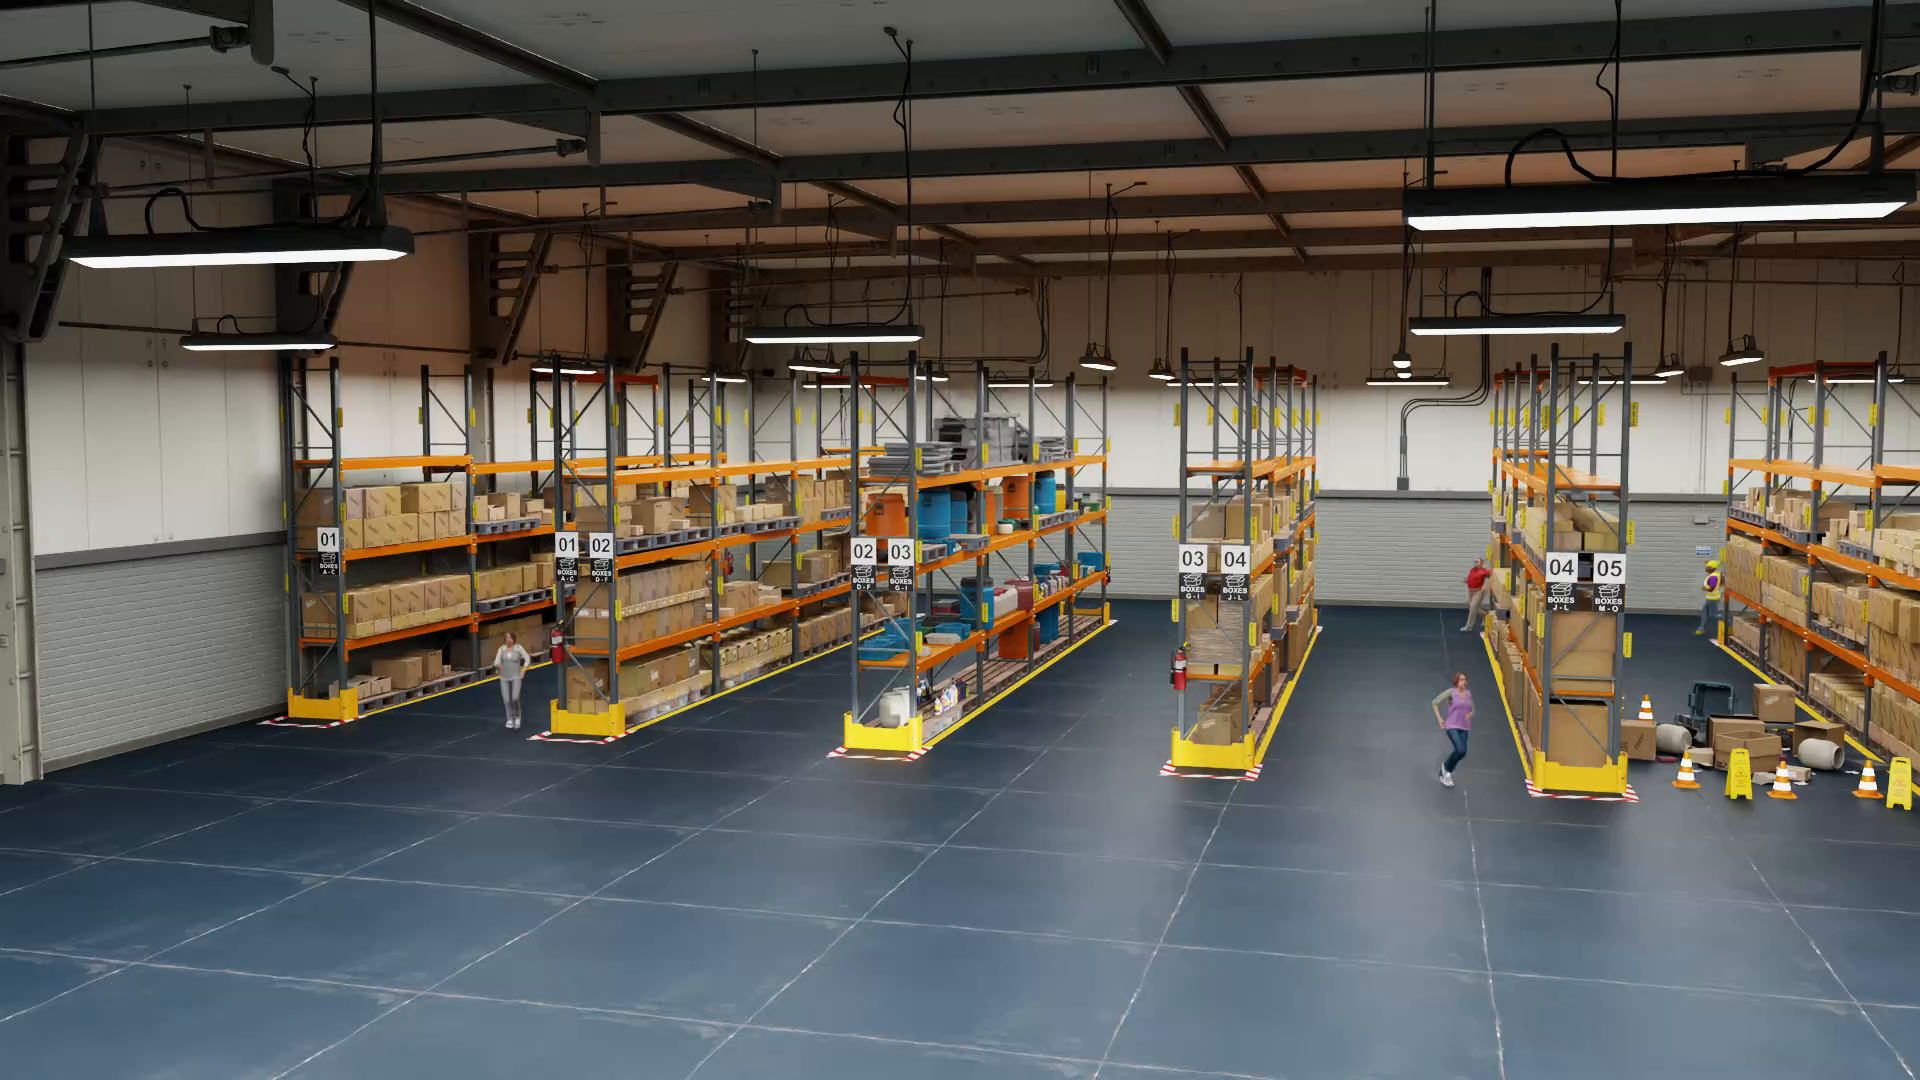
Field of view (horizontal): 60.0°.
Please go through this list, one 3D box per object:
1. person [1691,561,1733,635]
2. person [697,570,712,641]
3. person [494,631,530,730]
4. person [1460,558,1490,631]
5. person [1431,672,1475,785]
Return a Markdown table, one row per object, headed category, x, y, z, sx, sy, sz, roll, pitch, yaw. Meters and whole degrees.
| category | x | y | z | sx | sy | sz | roll | pitch | yaw |
| --- | --- | --- | --- | --- | --- | --- | --- | --- | --- |
| person | 17.232 | 1.345 | 38.017 | 0.929 | 1.760 | 0.725 | 2 | 5 | 27 |
| person | -5.485 | 1.513 | 35.505 | 0.678 | 1.745 | 0.808 | 1 | 4 | 8 |
| person | -7.187 | 2.255 | 26.626 | 0.541 | 1.597 | 0.596 | 0 | 4 | -2 |
| person | 12.083 | 1.261 | 38.888 | 0.967 | 1.700 | 0.668 | -2 | 5 | -24 |
| person | 6.747 | 2.574 | 22.544 | 0.528 | 1.530 | 0.557 | -2 | 5 | -23 |
